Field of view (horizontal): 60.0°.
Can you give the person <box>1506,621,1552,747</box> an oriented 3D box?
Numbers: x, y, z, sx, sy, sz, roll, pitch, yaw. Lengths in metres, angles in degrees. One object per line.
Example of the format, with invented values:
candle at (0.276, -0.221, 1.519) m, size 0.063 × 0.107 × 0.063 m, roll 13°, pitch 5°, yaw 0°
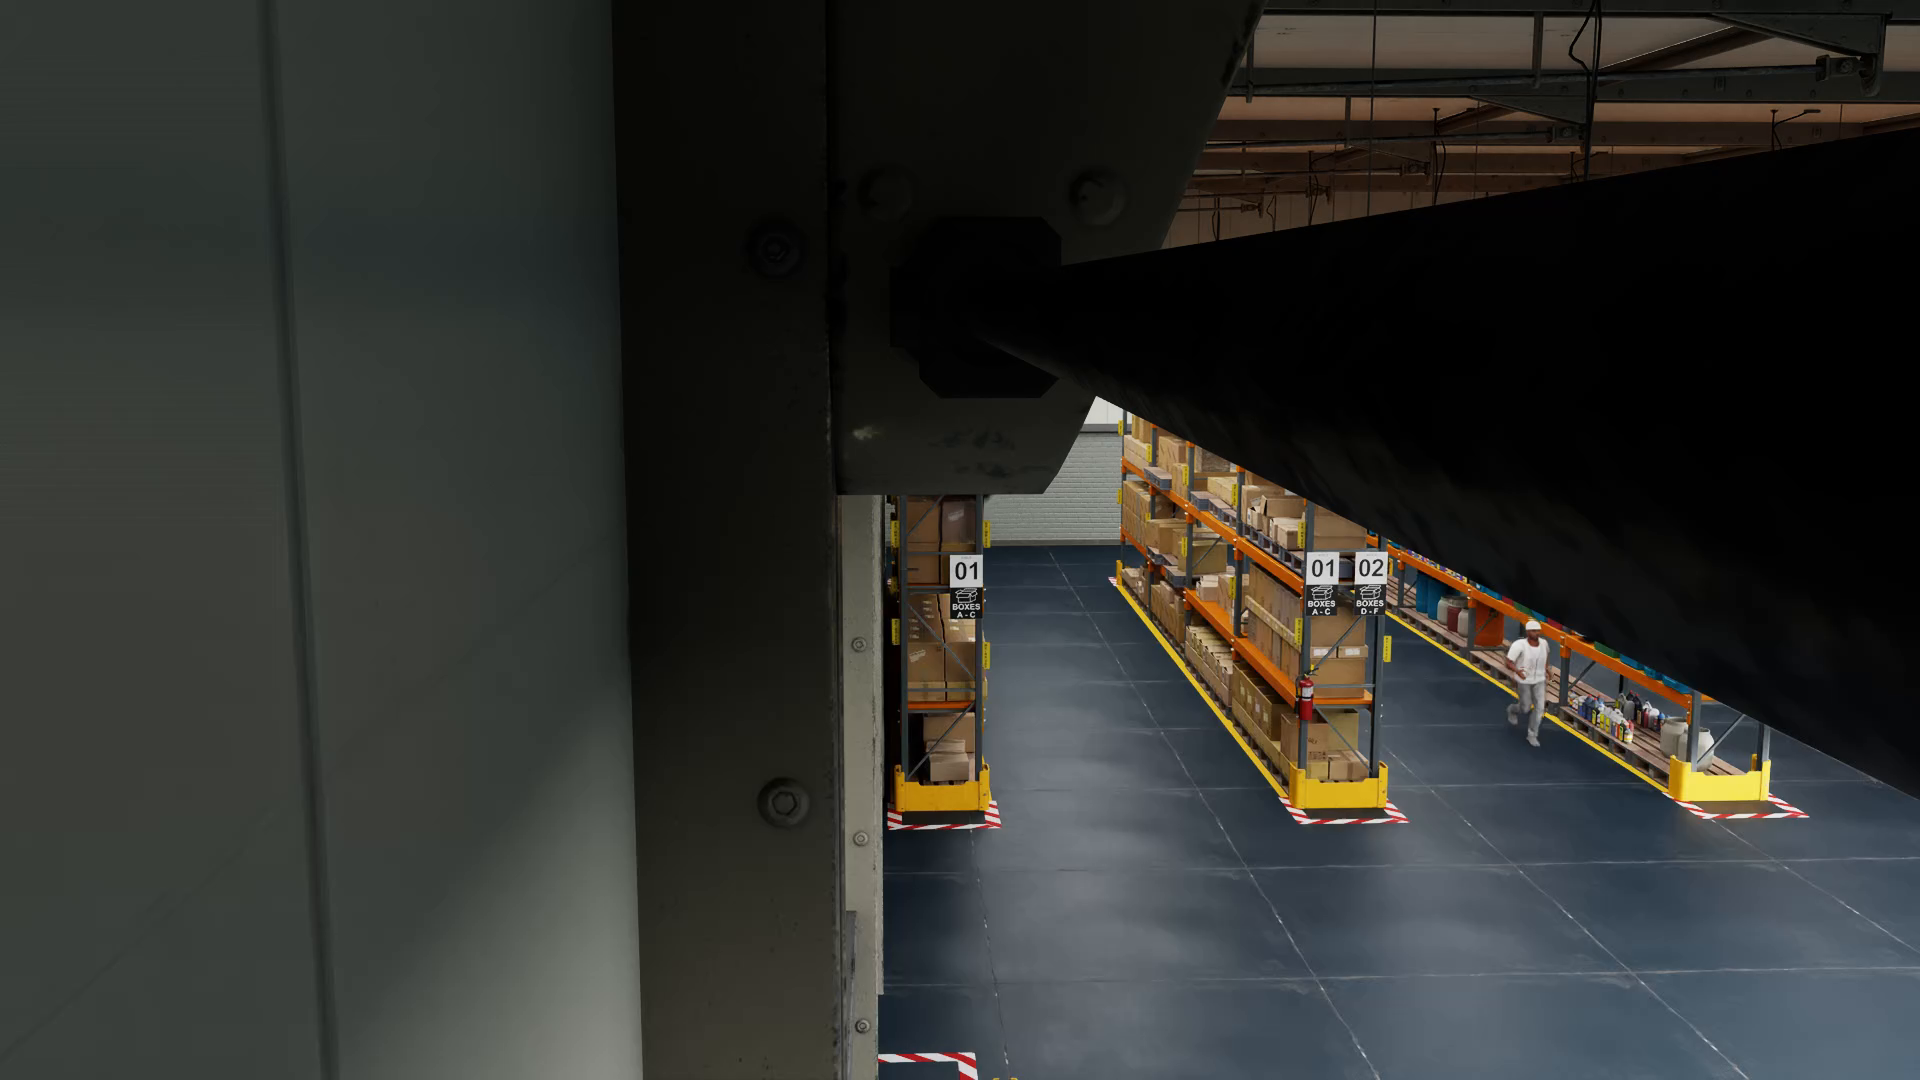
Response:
person at (8.113, 2.006, 23.711) m, size 0.709 × 1.765 × 0.824 m, roll -1°, pitch 8°, yaw -7°
